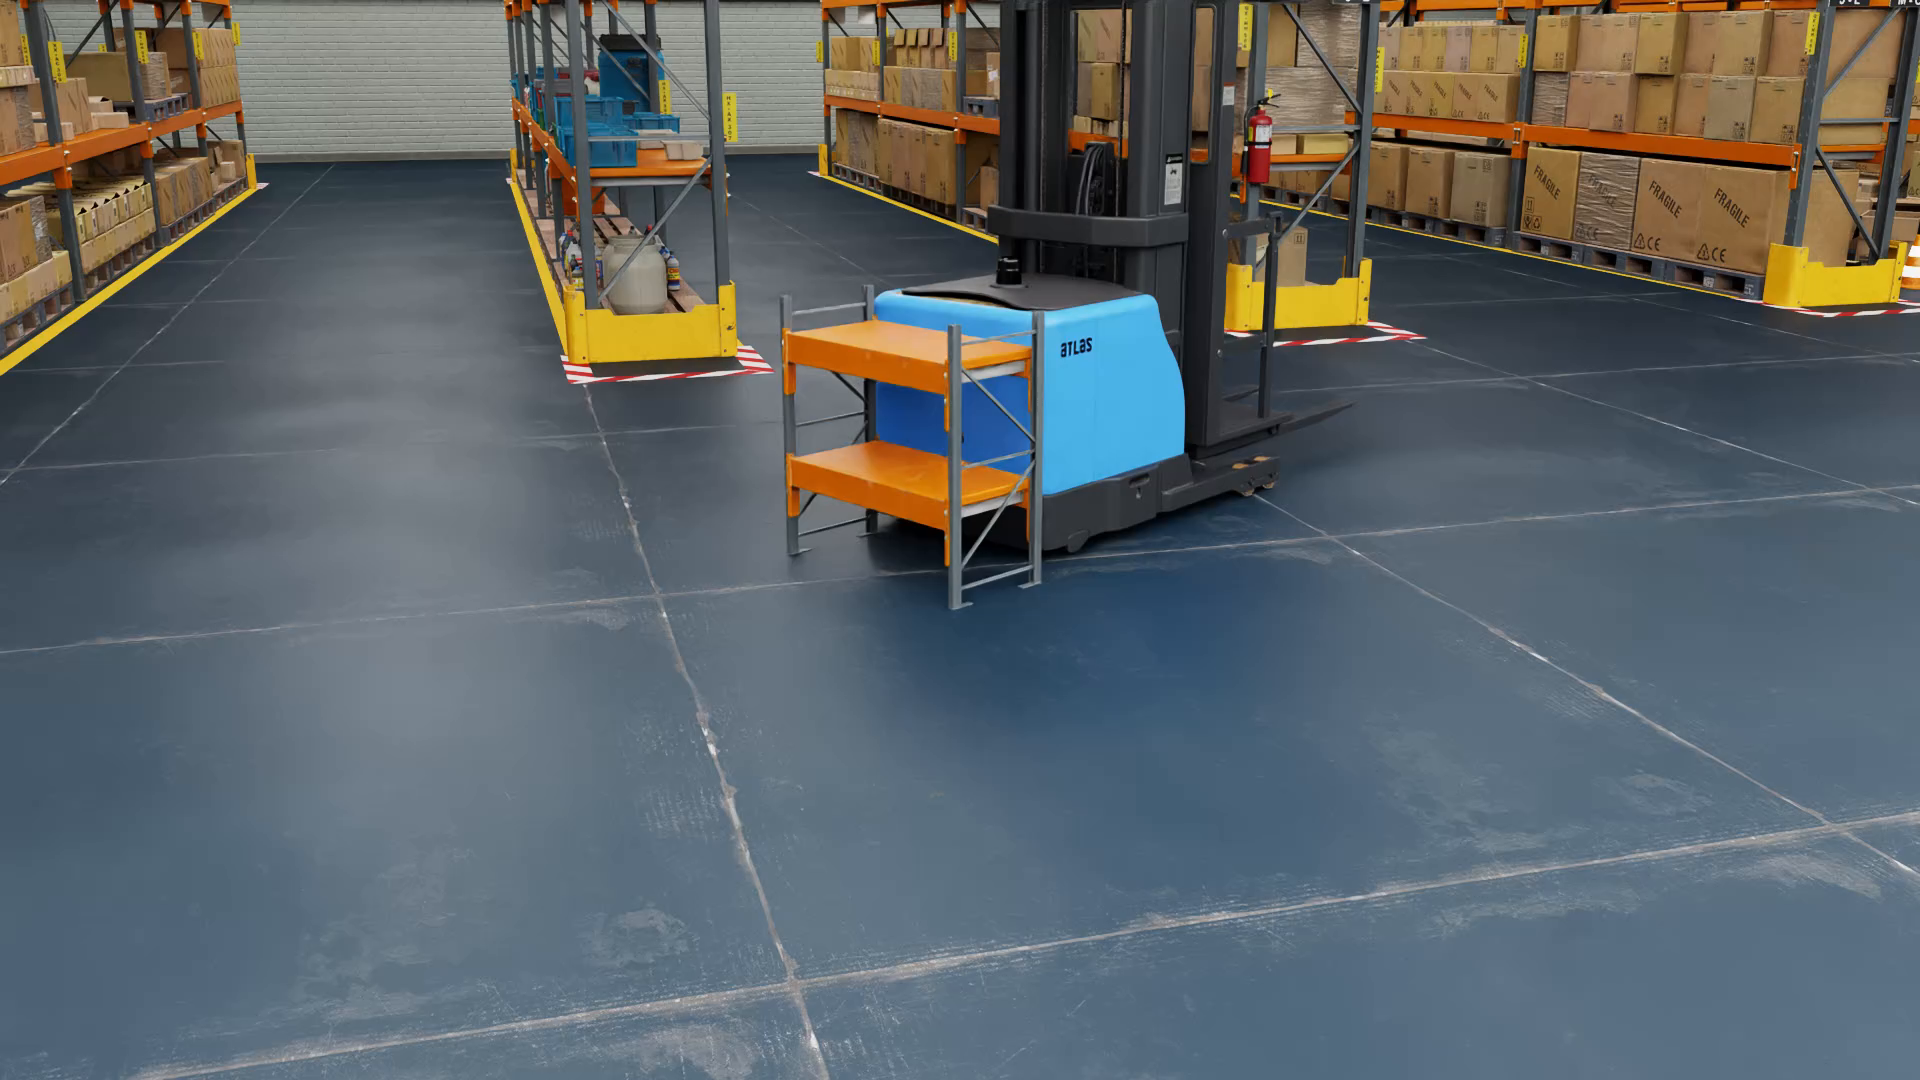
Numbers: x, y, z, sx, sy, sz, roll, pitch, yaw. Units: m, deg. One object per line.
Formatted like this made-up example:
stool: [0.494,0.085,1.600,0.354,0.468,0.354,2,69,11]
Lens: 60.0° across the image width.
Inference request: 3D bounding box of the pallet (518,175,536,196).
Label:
pallet: [-5.989,-5.249,24.560,1.003,0.211,1.213,-5,17,-15]

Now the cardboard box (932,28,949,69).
cardboard box: [0.089,-6.244,21.106,0.797,0.503,0.637,-4,17,-14]

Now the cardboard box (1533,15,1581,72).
cardboard box: [6.415,-5.073,16.990,0.875,0.550,0.550,-5,17,-15]

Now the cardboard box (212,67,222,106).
cardboard box: [-10.331,-6.146,22.525,0.500,0.500,0.500,-5,17,-16]

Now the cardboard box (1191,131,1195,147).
cardboard box: [2.104,-3.338,13.786,0.380,0.149,0.250,-5,17,-15]

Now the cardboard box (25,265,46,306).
cardboard box: [-7.359,-1.940,12.745,0.500,0.250,0.500,-5,17,-15]

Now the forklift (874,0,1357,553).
forklift: [0.955,-1.701,8.018,1.130,2.935,3.031,14,22,39]

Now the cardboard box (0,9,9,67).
cardboard box: [-7.708,-3.850,12.626,0.700,0.500,0.500,-5,17,-15]

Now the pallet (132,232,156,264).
pallet: [-8.886,-2.983,17.015,1.003,0.211,1.213,-5,17,-15]

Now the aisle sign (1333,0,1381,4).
aisle sign: [2.955,-4.370,12.267,0.394,0.787,0.004,-5,17,-15]

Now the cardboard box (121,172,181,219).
cardboard box: [-9.075,-3.856,18.654,0.500,0.500,0.500,-5,18,-17]

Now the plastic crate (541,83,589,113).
plastic crate: [-3.639,-3.974,15.356,0.402,0.464,0.583,-5,17,-15]

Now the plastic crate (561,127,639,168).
plastic crate: [-2.538,-2.770,11.720,0.499,0.251,0.616,-5,17,-15]

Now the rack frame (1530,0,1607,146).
rack frame: [6.344,-4.589,17.515,0.949,2.616,0.053,-5,17,-15]

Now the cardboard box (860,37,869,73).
cardboard box: [-1.165,-7.112,24.356,0.500,0.500,0.500,-5,17,-15]

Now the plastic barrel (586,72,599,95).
plastic barrel: [-3.585,-4.503,16.993,0.433,0.535,0.433,0,17,0]

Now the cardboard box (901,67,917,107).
cardboard box: [-0.486,-6.061,22.242,0.500,0.500,0.500,-5,17,-17]

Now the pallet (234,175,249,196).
pallet: [-11.033,-5.185,24.347,1.003,0.211,1.213,-5,17,-15]

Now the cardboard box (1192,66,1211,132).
cardboard box: [2.272,-3.592,13.505,0.875,0.500,0.500,-5,17,-15]

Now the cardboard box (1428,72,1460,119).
cardboard box: [5.669,-5.040,18.842,0.500,0.500,0.500,-5,17,-15]

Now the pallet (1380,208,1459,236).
pallet: [5.724,-3.799,19.733,1.003,0.211,1.213,-5,17,-15]

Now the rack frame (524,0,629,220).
rack frame: [-4.311,-4.940,18.683,1.000,3.000,0.127,-5,17,-15]

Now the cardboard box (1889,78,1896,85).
cardboard box: [10.731,-5.509,19.159,0.500,0.500,0.500,-5,17,-16]

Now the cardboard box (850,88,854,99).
cardboard box: [-1.470,-6.802,25.318,0.380,0.149,0.250,-4,17,-14]

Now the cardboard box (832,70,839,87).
cardboard box: [-1.726,-7.317,26.342,0.500,0.250,0.500,-5,17,-16]

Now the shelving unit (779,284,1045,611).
shelving unit: [-0.210,-0.418,6.887,0.538,1.125,1.048,-16,23,-42]

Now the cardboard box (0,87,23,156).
cardboard box: [-7.697,-3.223,12.794,0.700,0.500,0.500,-5,17,-16]

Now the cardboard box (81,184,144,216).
cardboard box: [-8.545,-3.433,16.743,0.500,0.311,0.500,-5,17,-16]

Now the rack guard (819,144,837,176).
rack guard: [-1.754,-6.354,27.735,1.175,0.500,0.348,-5,17,-15]

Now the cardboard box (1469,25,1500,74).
cardboard box: [6.062,-5.395,18.286,0.700,0.500,0.500,-5,17,-16]

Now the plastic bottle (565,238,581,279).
plastic bottle: [-3.221,-2.349,13.899,0.144,0.351,0.185,-5,17,-16]

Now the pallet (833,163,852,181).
pallet: [-1.453,-5.994,27.039,1.003,0.211,1.213,-5,17,-15]

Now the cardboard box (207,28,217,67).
cardboard box: [-10.316,-6.620,22.364,0.500,0.500,0.500,-5,17,-17]

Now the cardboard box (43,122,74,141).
cardboard box: [-8.023,-3.584,14.605,0.380,0.149,0.250,-5,17,-15]

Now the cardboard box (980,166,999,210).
cardboard box: [0.654,-4.161,19.671,0.700,0.500,0.500,-6,18,-18]

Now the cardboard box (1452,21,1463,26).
cardboard box: [8.272,-8.405,27.179,0.380,0.149,0.250,-5,17,-16]

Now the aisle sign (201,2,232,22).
aisle sign: [-10.998,-8.050,24.519,0.394,0.787,0.004,-5,17,-15]

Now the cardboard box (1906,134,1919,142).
cardboard box: [14.267,-6.013,24.742,0.380,0.149,0.250,-6,18,-18]

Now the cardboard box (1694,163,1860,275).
cardboard box: [7.196,-2.849,14.684,0.875,0.875,0.875,-5,17,-15]

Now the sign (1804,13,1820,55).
sign: [6.921,-4.112,13.501,0.100,0.325,0.005,-5,17,-15]

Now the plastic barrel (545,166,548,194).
plastic barrel: [-5.014,-4.545,20.963,0.421,0.512,0.421,0,17,0]

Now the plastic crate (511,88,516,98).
plastic crate: [-6.564,-6.678,24.823,0.250,0.136,0.298,-5,17,-15]

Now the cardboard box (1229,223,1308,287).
cardboard box: [2.494,-2.296,13.498,0.500,0.500,0.500,-1,17,-5]

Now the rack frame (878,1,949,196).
rack frame: [-0.648,-6.438,23.670,1.000,3.000,0.127,-5,17,-15]

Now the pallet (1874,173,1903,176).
pallet: [14.582,-5.382,25.003,1.003,0.211,1.213,-5,17,-15]

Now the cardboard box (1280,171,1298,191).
cardboard box: [4.676,-5.005,22.514,0.500,0.500,0.500,-4,17,-13]

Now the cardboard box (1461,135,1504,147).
cardboard box: [8.811,-6.377,27.193,0.875,0.438,0.875,-5,17,-16]

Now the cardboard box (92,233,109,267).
cardboard box: [-7.988,-2.600,14.942,0.500,0.250,0.500,-4,17,-14]

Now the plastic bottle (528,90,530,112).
plastic bottle: [-5.234,-5.366,20.305,0.061,0.283,0.133,-5,17,-15]

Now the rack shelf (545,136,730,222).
rack shelf: [-2.662,-2.936,13.261,1.077,0.370,4.000,-5,17,-15]

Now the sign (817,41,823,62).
sign: [-2.283,-7.954,27.077,0.100,0.325,0.005,-5,17,-15]

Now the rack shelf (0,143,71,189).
rack shelf: [-7.426,-2.545,11.961,1.077,0.370,4.000,-5,17,-15]
